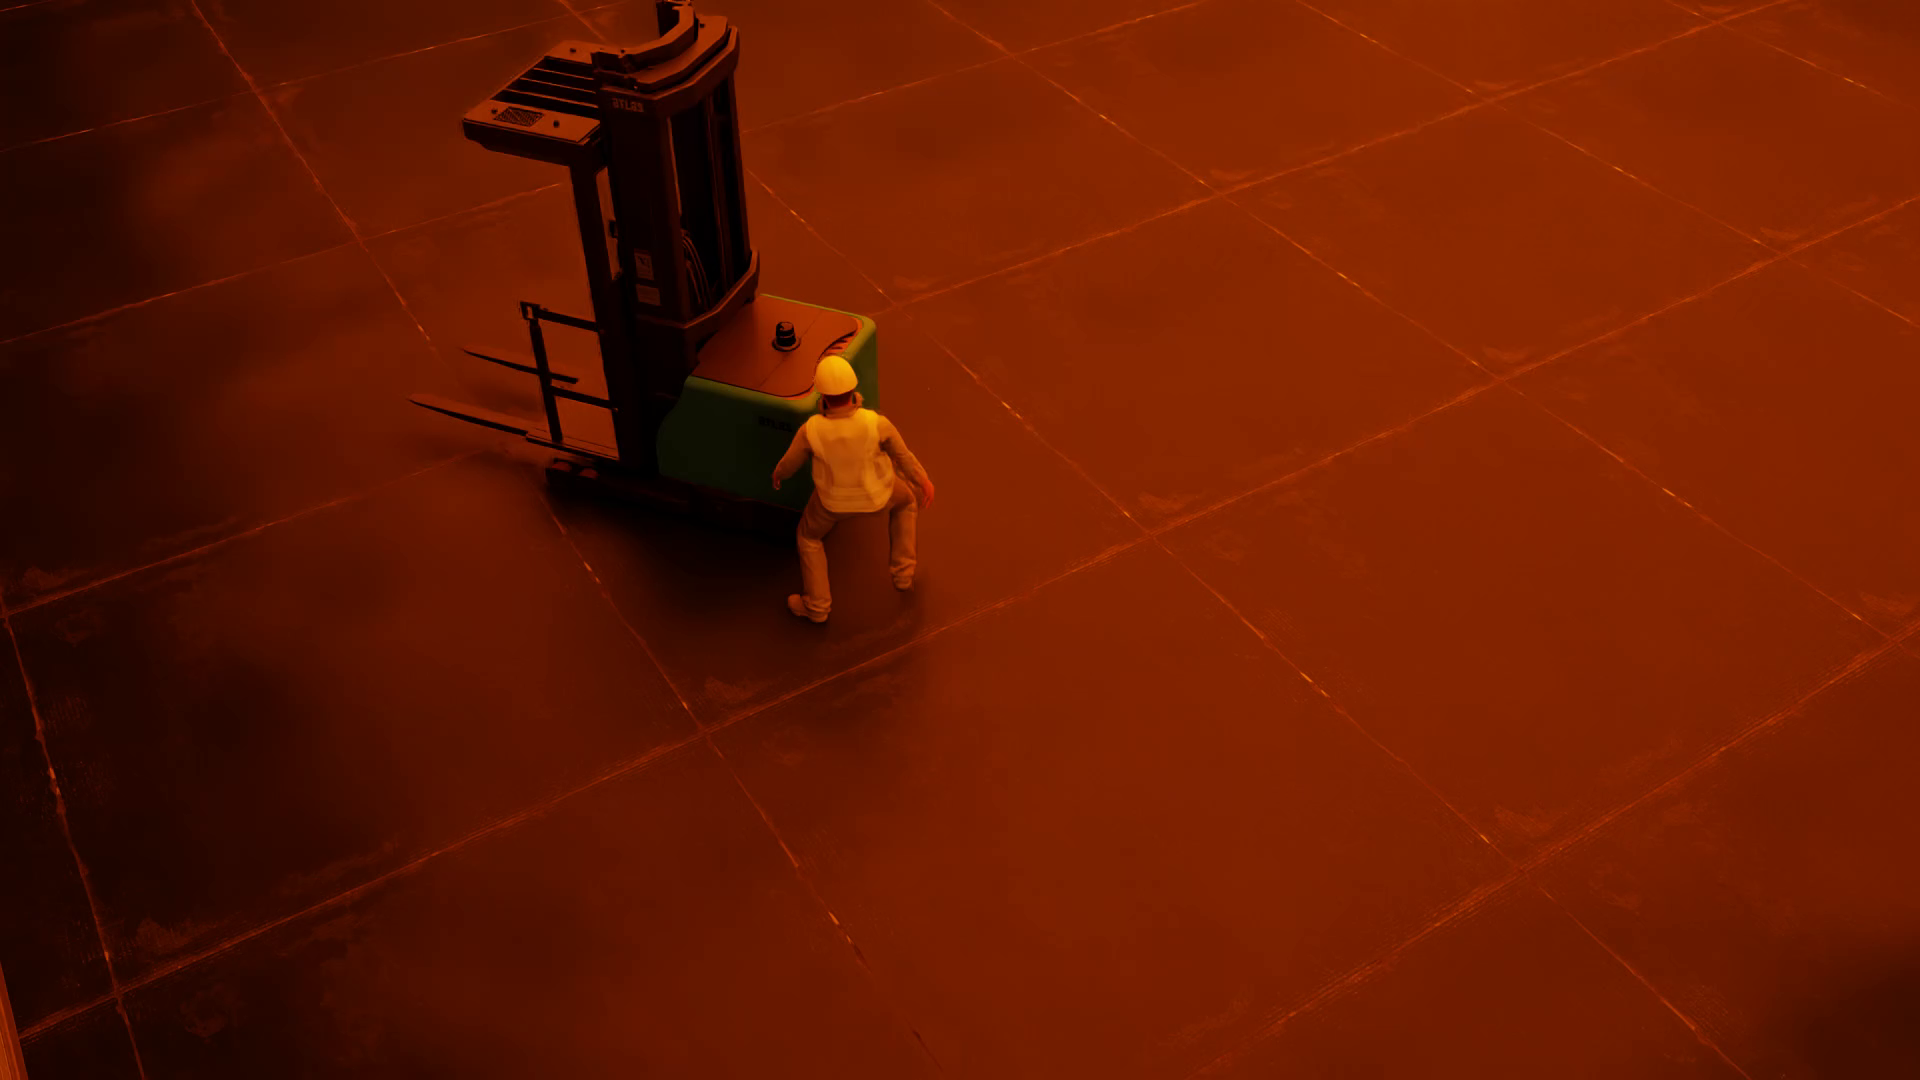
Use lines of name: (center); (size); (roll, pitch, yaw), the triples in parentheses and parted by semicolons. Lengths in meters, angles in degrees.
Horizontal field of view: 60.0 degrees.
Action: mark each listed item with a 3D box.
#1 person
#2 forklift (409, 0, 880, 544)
person: (-0.599, -0.330, 9.227); (0.916, 1.671, 0.594); (0, 41, 1)
forklift: (-2.057, -1.693, 9.808); (3.031, 2.935, 1.130); (15, 43, 16)
